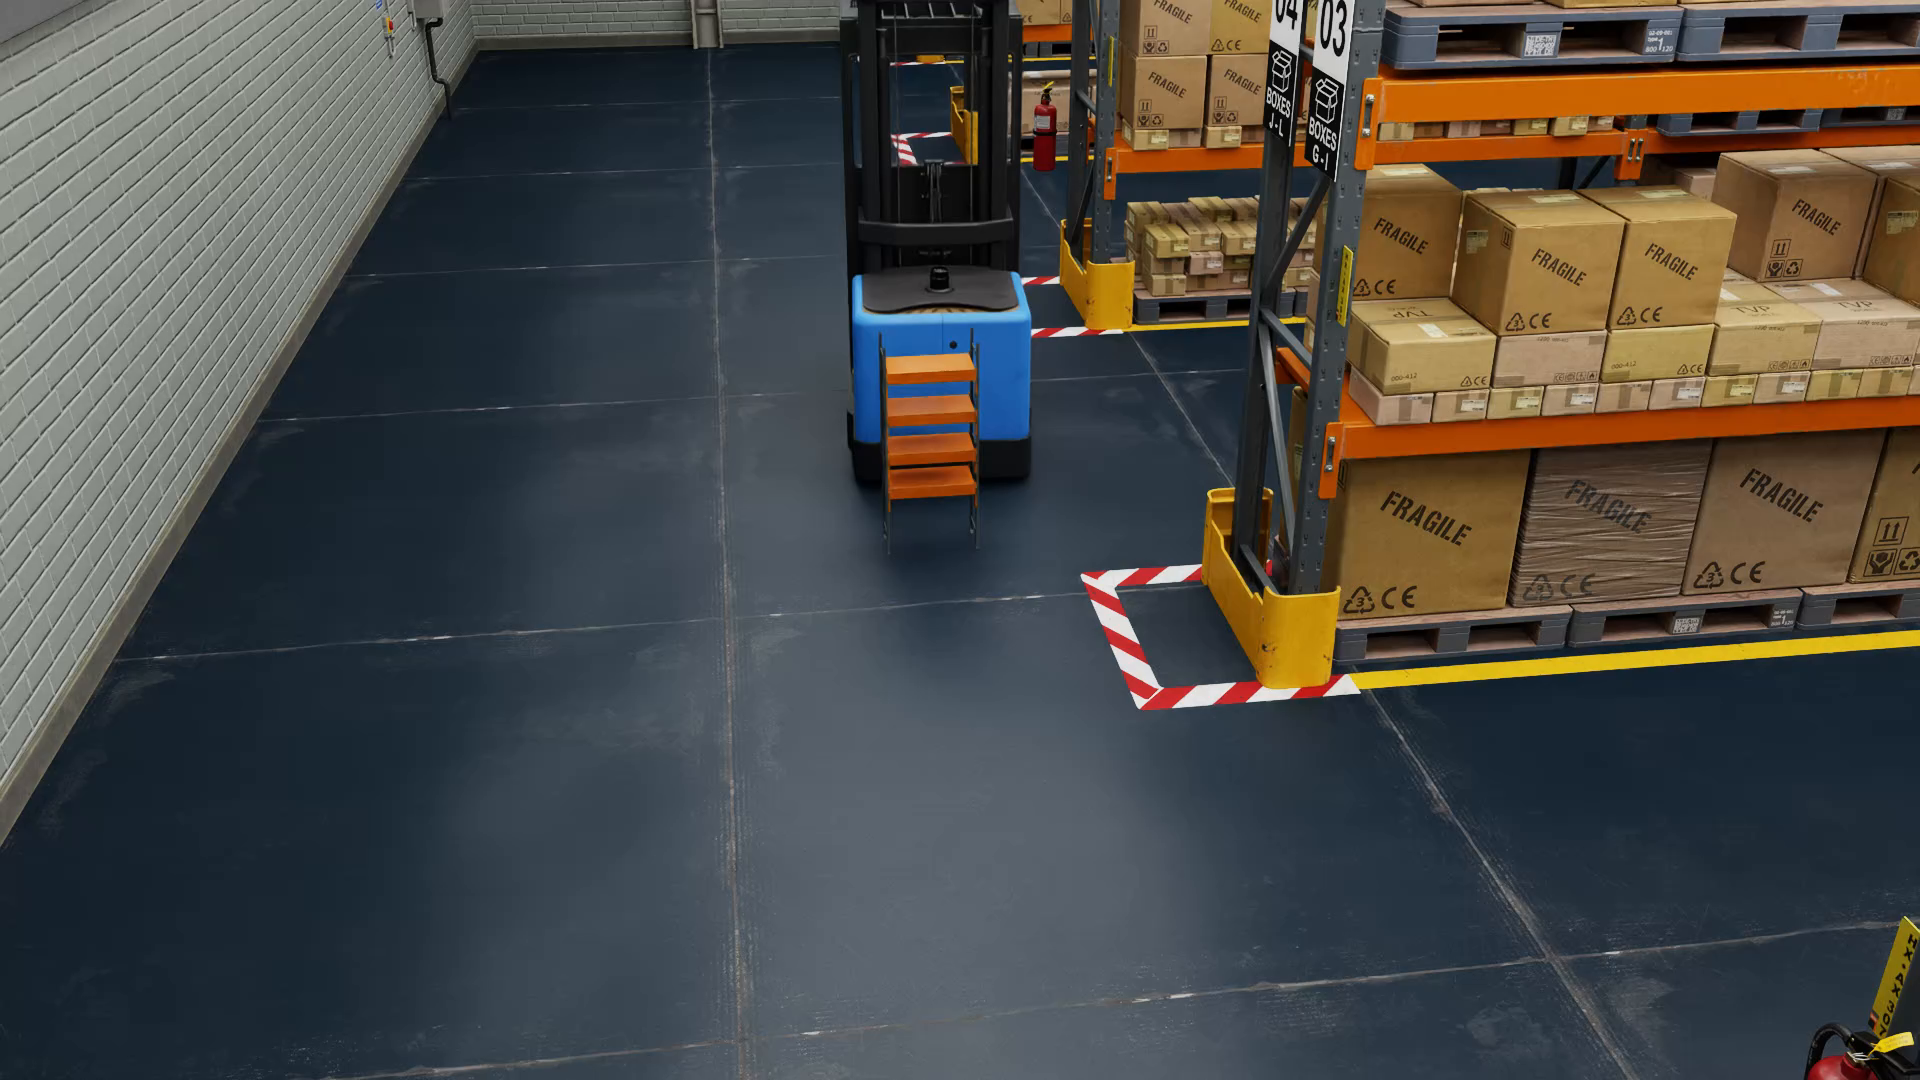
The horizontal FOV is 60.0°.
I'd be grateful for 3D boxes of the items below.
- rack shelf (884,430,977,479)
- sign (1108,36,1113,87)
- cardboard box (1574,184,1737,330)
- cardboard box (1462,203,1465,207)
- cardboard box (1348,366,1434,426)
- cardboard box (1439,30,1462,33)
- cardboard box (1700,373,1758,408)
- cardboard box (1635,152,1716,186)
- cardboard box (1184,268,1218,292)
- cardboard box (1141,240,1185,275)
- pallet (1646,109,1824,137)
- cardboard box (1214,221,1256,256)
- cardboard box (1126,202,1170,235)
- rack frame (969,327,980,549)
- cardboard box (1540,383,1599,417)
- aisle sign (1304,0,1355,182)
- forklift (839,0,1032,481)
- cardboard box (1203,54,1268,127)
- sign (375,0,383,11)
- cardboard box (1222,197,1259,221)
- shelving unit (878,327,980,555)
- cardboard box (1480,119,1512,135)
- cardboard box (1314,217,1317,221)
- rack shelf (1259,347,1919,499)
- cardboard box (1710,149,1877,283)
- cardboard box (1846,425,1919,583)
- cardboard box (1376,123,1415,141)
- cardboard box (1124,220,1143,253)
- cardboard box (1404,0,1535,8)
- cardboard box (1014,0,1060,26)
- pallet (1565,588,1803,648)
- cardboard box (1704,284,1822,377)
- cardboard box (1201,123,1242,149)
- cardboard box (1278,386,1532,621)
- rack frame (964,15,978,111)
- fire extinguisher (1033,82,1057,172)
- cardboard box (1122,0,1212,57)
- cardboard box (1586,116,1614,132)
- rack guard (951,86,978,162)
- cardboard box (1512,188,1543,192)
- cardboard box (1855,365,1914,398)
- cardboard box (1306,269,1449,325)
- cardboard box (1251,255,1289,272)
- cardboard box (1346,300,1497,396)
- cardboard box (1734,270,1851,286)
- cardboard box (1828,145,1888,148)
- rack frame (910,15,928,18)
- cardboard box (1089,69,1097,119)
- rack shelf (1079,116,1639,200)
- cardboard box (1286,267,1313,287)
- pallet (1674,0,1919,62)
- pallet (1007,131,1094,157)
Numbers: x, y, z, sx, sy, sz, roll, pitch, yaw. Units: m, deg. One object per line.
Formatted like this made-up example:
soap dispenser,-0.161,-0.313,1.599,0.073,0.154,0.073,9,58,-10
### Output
rack shelf,-0.164,-0.463,8.986,0.480,0.148,0.258,-4,27,-7
sign,1.034,-3.288,11.425,0.005,0.325,0.100,-4,27,-7
cardboard box,3.069,-1.275,7.466,0.500,0.500,0.500,-4,27,-9
cardboard box,3.769,-2.602,13.046,0.250,0.149,0.380,-4,27,-8
cardboard box,1.947,-0.661,7.529,0.250,0.149,0.380,-3,27,-7
cardboard box,3.471,-3.811,11.861,0.500,0.500,0.500,-3,27,-6
cardboard box,3.470,-0.760,7.720,0.250,0.149,0.380,-4,27,-8
cardboard box,5.621,-2.973,13.215,0.500,0.250,0.500,-4,27,-8
cardboard box,1.769,-2.009,12.543,0.250,0.149,0.380,-4,27,-7
cardboard box,1.513,-2.117,12.426,0.250,0.149,0.380,-3,27,-5
pallet,5.696,-3.300,12.607,1.213,0.211,1.003,-4,27,-7
cardboard box,2.048,-2.241,12.344,0.250,0.149,0.380,-4,27,-7
cardboard box,1.447,-2.480,12.808,0.250,0.149,0.380,-3,27,-7
rack frame,0.078,-0.539,8.986,0.015,1.200,0.240,-4,27,-7
cardboard box,2.712,-0.712,7.627,0.250,0.149,0.380,-4,27,-8
aisle sign,1.520,-1.916,6.851,0.004,0.787,0.394,-4,27,-7
forklift,-0.186,-2.288,10.499,1.130,2.935,3.031,-2,27,-3
cardboard box,1.968,-3.274,11.911,0.500,0.500,0.500,-4,27,-7
sign,-5.466,-5.105,15.618,0.001,0.218,0.327,-4,27,-7
cardboard box,2.208,-2.532,12.909,0.250,0.149,0.380,-5,28,-9
shelving unit,-0.164,-0.523,8.956,0.503,1.200,0.258,-4,27,-7
cardboard box,3.891,-3.126,12.332,0.250,0.149,0.380,-4,27,-9
cardboard box,2.825,-2.304,12.466,0.250,0.149,0.380,-3,27,-6
rack shelf,3.530,-0.707,8.130,4.000,0.370,1.077,-4,27,-7
cardboard box,3.997,-1.576,8.052,0.500,0.500,0.500,-5,28,-9
cardboard box,4.845,-0.390,8.592,0.875,0.875,0.875,-4,27,-7
cardboard box,3.131,-3.035,12.155,0.250,0.149,0.380,-3,27,-6
cardboard box,1.441,-2.362,12.904,0.250,0.149,0.380,-4,27,-8
cardboard box,2.057,-2.567,7.003,0.500,0.500,0.700,-5,28,-10
cardboard box,0.684,-5.325,16.233,0.500,0.500,0.500,-4,27,-8
pallet,3.535,0.179,8.671,1.213,0.211,1.003,-4,27,-7
cardboard box,3.590,-0.976,7.705,0.500,0.250,0.500,-4,27,-8
cardboard box,1.845,-2.937,11.963,0.250,0.149,0.380,-4,27,-9
cardboard box,2.172,-0.218,8.257,0.875,0.875,0.875,-4,27,-7
rack frame,0.168,-5.380,16.449,0.127,3.000,1.000,-4,27,-7
fire extinguisher,0.644,-3.141,12.579,0.183,0.674,0.296,-4,27,-7
cardboard box,1.440,-3.679,11.603,0.500,0.500,0.500,-4,27,-7
cardboard box,4.669,-3.167,12.412,0.250,0.149,0.380,-4,27,-8
rack guard,0.145,-4.266,17.017,0.348,0.500,1.175,-4,27,-7
cardboard box,4.549,-2.658,13.155,0.250,0.149,0.380,-3,27,-5
cardboard box,4.235,-0.809,7.817,0.250,0.149,0.380,-3,27,-6
cardboard box,1.992,-1.116,7.978,0.500,0.250,0.500,-4,27,-8
cardboard box,2.291,-2.131,12.455,0.250,0.149,0.380,-3,27,-6
cardboard box,2.062,-0.874,7.506,0.500,0.250,0.500,-4,27,-8
cardboard box,4.003,-1.243,8.226,0.500,0.250,0.500,-3,27,-6
cardboard box,7.170,-3.073,13.410,0.500,0.250,0.500,-3,27,-7
rack frame,-0.527,-7.623,20.822,0.127,3.000,1.000,-4,27,-7
cardboard box,1.713,-4.576,17.229,0.875,0.438,0.875,-3,27,-6
rack shelf,2.939,-2.956,12.512,4.000,0.370,1.077,-4,27,-7
cardboard box,2.522,-2.054,12.630,0.250,0.149,0.380,-4,27,-7
pallet,3.493,-2.326,7.309,1.213,0.211,1.003,-4,27,-7
pallet,0.949,-4.225,17.254,1.213,0.211,1.003,-4,27,-7
